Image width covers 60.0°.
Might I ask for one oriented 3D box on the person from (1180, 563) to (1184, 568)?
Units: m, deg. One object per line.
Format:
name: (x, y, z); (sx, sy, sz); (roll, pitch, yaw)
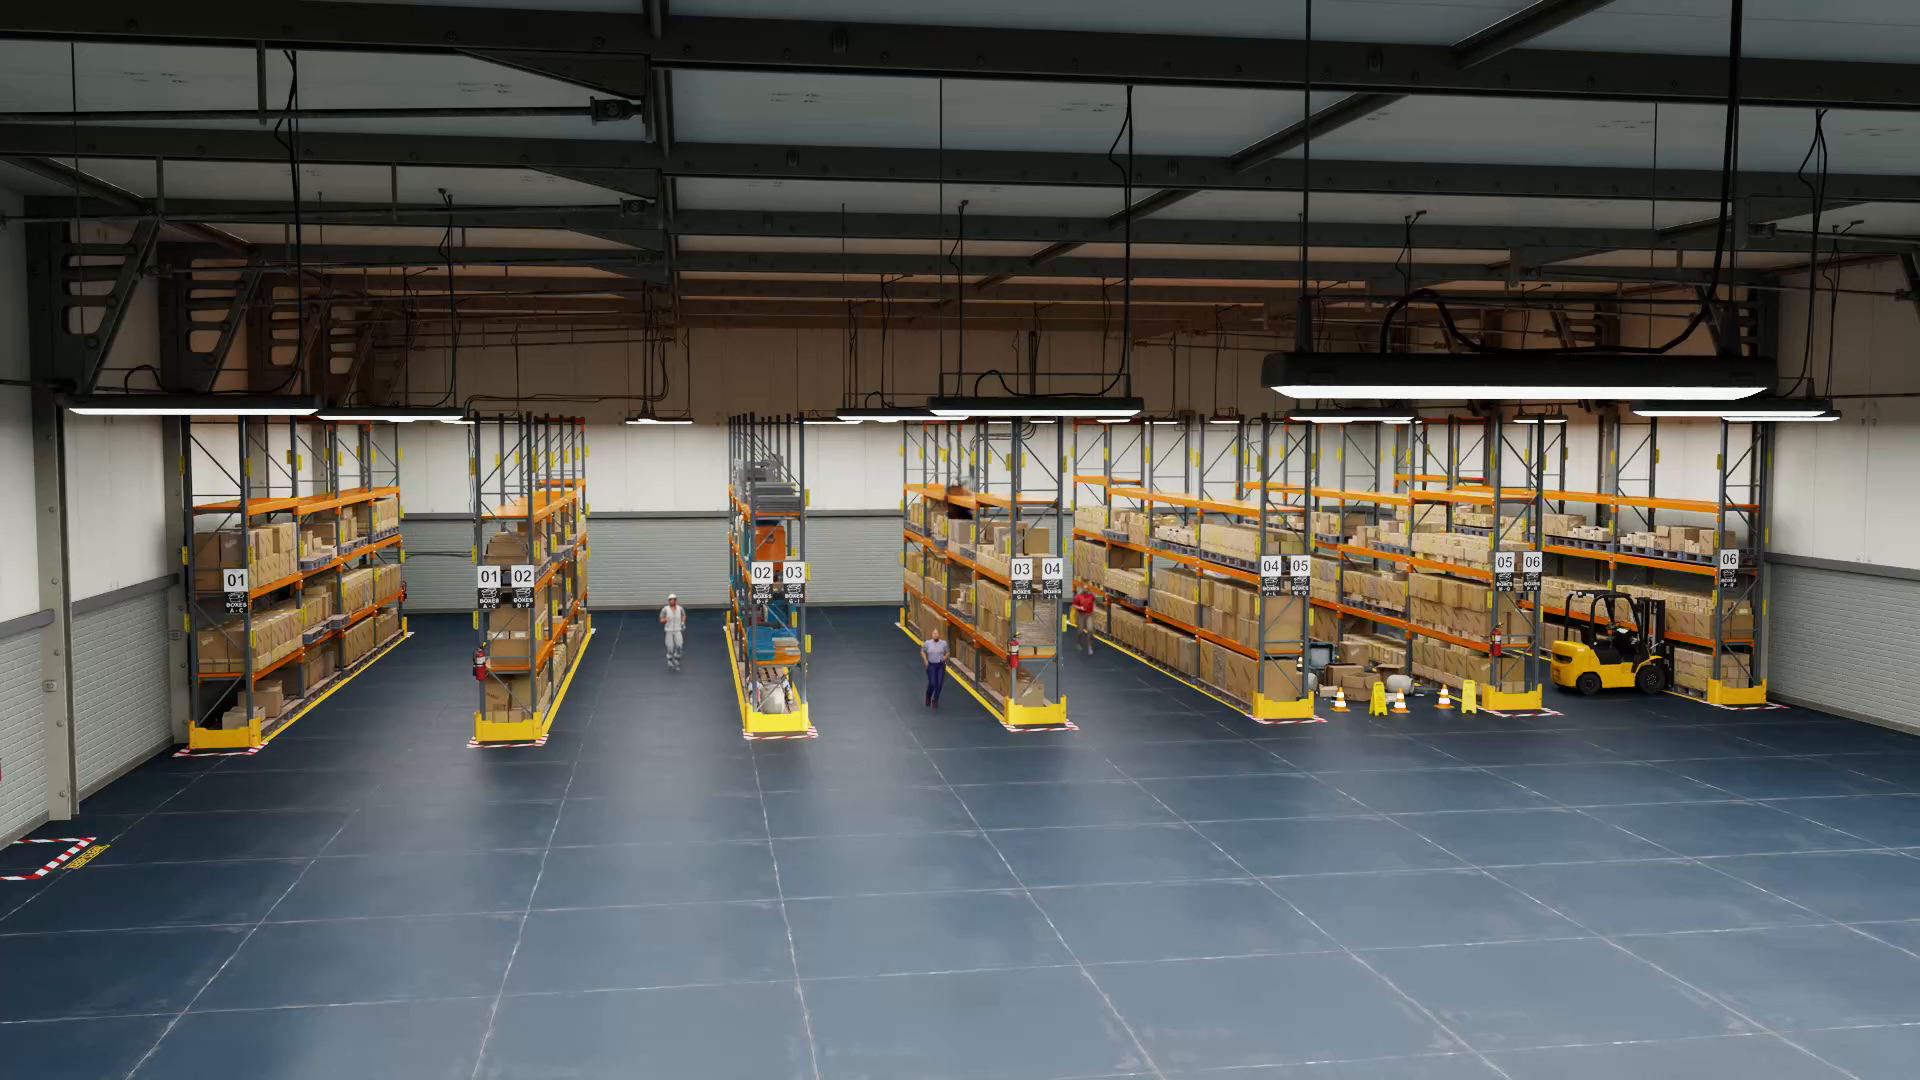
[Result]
person: (6.791, 1.485, 50.400); (0.550, 1.659, 0.658); (0, 4, -7)

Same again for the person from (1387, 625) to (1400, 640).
person: (11.144, 2.011, 42.454); (0.608, 1.648, 0.549); (-1, 4, -15)

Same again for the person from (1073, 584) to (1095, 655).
person: (3.143, 1.994, 42.159); (0.608, 1.767, 0.909); (0, 4, -6)

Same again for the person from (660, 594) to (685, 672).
person: (-6.708, 2.180, 38.964); (0.632, 1.824, 0.705); (-1, 4, -17)

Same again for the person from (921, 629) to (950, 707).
person: (-0.477, 2.610, 33.850); (0.585, 1.615, 0.601); (-1, 4, -10)
